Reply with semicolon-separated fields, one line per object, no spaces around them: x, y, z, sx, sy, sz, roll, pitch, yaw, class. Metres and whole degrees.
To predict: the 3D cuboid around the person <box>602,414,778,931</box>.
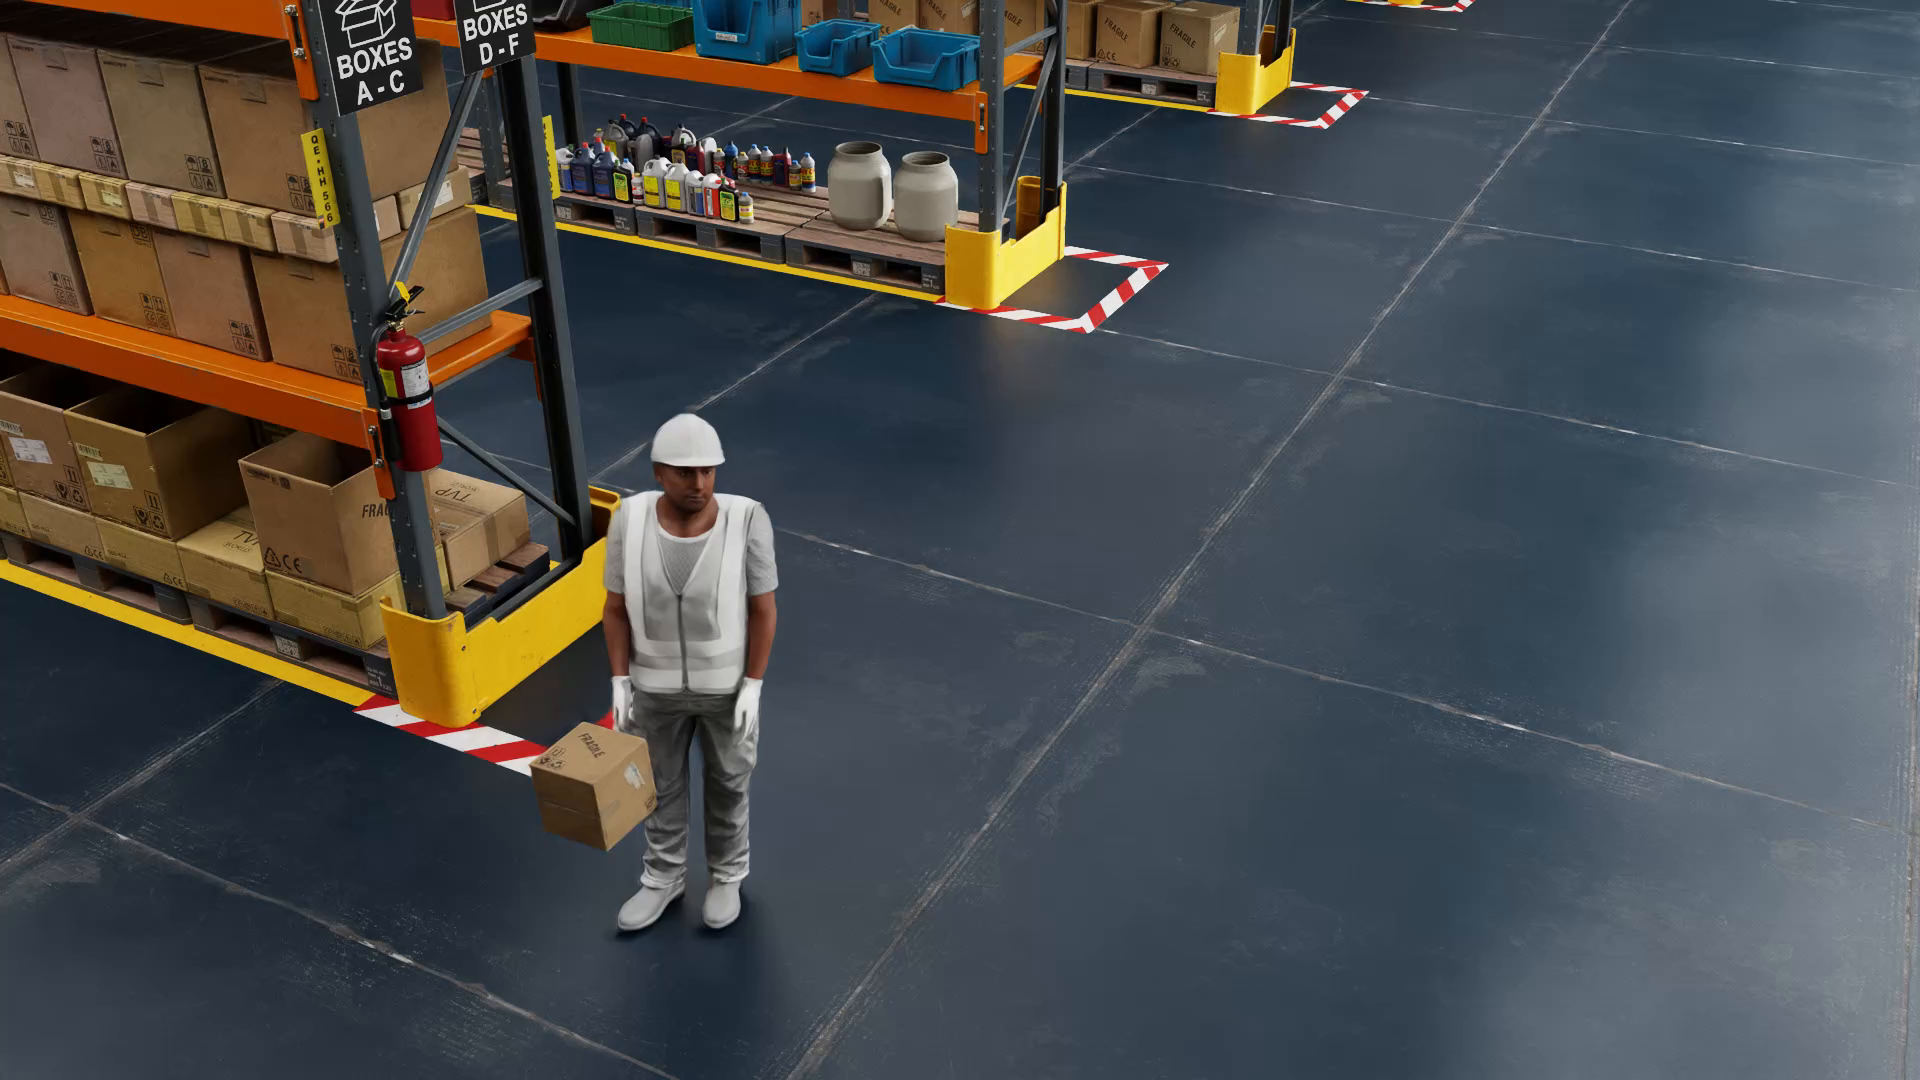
-0.861;0.460;5.282;0.586;1.791;0.468;0;30;1;person
